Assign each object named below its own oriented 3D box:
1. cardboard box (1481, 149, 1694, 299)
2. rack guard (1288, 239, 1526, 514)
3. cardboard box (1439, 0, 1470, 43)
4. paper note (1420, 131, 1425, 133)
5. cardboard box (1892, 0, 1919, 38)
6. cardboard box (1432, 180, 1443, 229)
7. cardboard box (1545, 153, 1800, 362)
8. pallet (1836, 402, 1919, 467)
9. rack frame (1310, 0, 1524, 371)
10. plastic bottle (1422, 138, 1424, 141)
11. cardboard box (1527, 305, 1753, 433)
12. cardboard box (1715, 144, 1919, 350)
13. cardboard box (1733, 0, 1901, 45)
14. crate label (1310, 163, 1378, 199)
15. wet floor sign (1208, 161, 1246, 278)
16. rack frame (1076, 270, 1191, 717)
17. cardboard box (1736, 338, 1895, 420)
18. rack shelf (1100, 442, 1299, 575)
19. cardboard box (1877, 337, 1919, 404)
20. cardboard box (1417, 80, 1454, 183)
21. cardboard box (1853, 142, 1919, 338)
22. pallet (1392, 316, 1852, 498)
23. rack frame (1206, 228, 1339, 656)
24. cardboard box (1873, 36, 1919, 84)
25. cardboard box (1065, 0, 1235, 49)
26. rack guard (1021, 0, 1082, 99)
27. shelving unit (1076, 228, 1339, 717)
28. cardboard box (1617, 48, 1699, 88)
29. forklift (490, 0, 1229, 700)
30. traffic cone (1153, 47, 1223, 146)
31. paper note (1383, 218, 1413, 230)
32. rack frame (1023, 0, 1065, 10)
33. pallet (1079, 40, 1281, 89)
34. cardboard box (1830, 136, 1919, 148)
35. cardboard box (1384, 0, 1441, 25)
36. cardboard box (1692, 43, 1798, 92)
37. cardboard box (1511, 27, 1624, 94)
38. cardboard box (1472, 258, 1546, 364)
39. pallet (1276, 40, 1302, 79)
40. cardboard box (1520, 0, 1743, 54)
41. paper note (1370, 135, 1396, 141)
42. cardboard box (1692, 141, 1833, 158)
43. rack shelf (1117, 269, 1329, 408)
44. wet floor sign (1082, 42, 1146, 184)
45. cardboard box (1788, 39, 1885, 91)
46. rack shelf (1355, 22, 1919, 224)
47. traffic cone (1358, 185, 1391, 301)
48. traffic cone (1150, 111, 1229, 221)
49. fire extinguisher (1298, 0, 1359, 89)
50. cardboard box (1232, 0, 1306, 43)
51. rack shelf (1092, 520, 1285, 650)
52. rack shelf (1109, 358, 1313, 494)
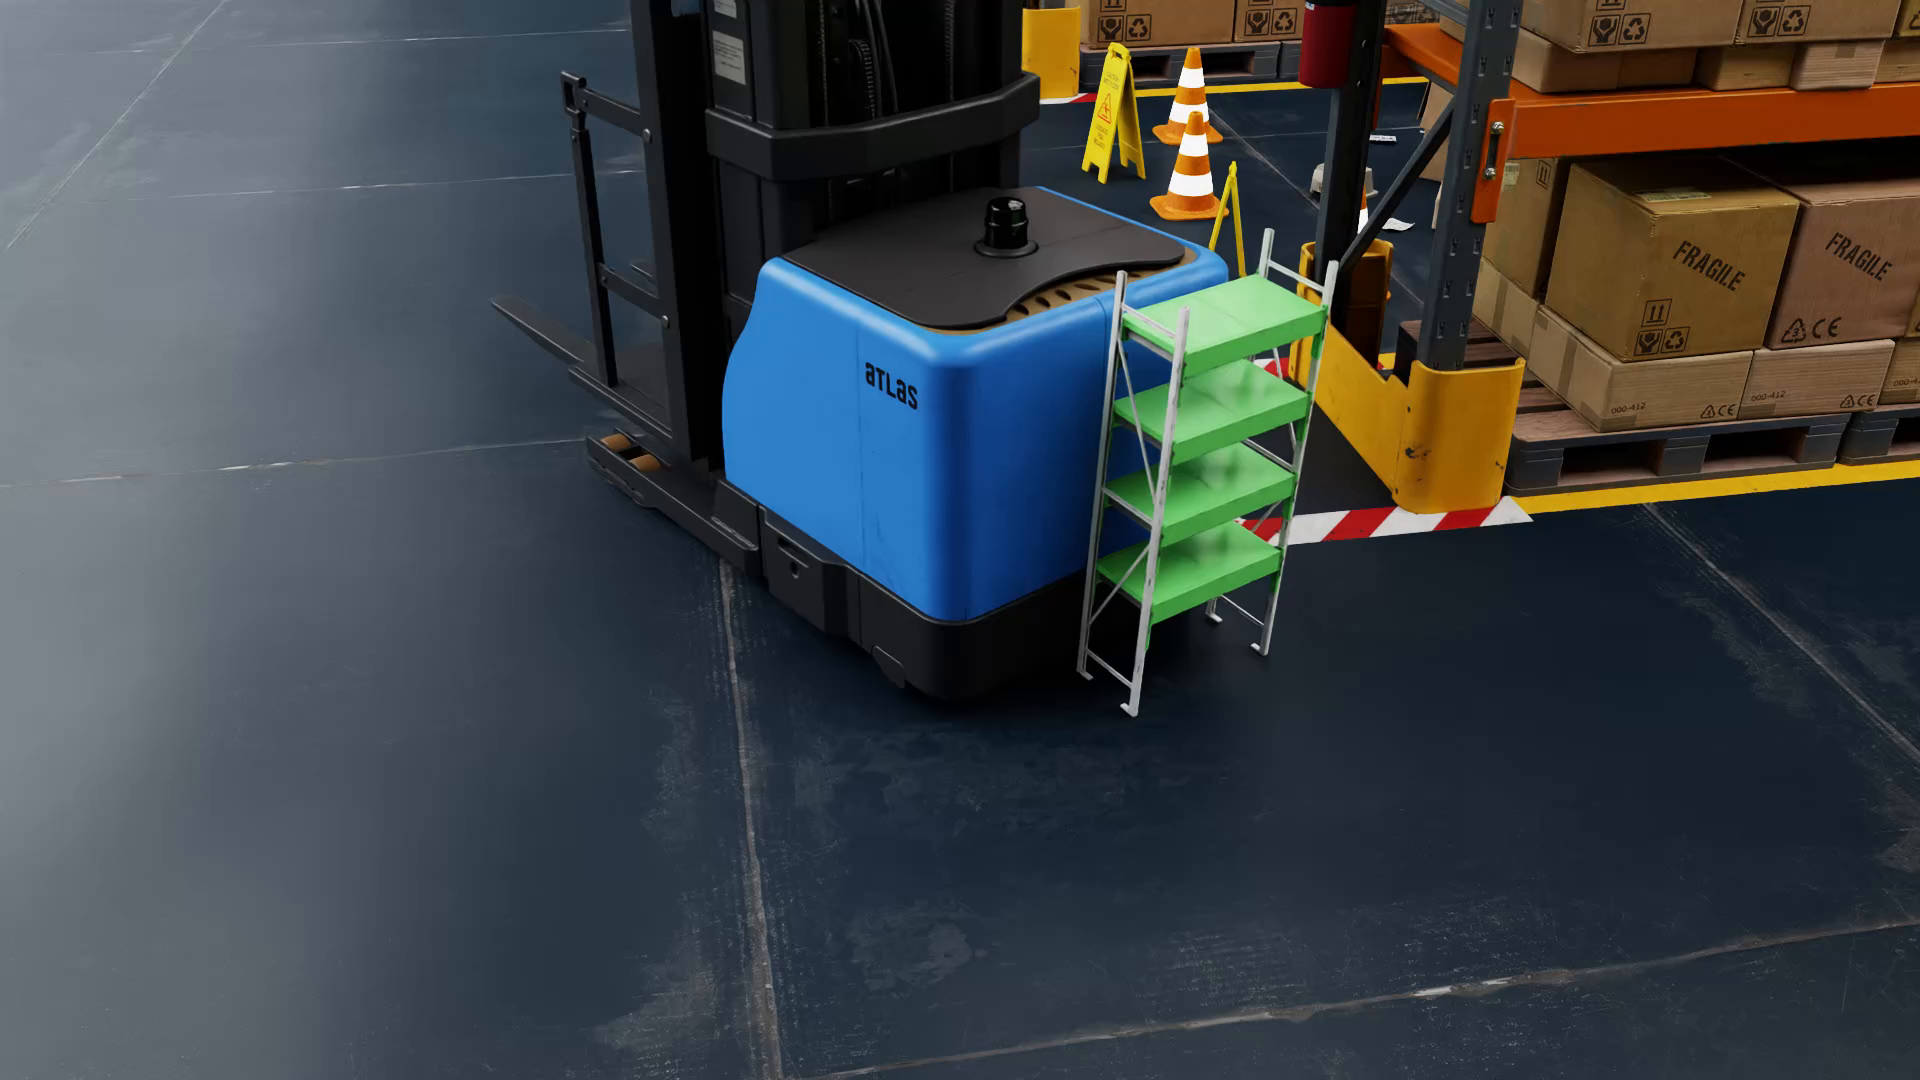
[{"bbox_3d":[2.178,-1.193,5.879,0.500,0.500,0.500,-5,31,-9],"label":"cardboard box"},{"bbox_3d":[1.512,-0.601,5.778,0.348,0.500,1.175,-5,31,-9],"label":"rack guard"},{"bbox_3d":[1.767,-1.704,5.436,0.250,0.149,0.380,-4,31,-7],"label":"cardboard box"},{"bbox_3d":[2.549,-2.202,8.984,0.123,0.001,0.032,10,32,17],"label":"paper note"},{"bbox_3d":[2.963,-1.844,5.034,0.500,0.500,0.500,-6,31,-10],"label":"cardboard box"},{"bbox_3d":[2.362,-1.569,7.772,0.250,0.149,0.380,10,32,17],"label":"cardboard box"},{"bbox_3d":[2.304,-0.929,5.428,0.500,0.500,0.500,-6,31,-11],"label":"cardboard box"},{"bbox_3d":[3.515,-0.642,6.134,1.213,0.211,1.003,-5,31,-9],"label":"pallet"},{"bbox_3d":[1.437,-1.671,5.133,0.127,3.000,1.000,-5,31,-9],"label":"rack frame"},{"bbox_3d":[2.586,-2.103,8.766,0.283,0.061,0.133,-17,34,-26],"label":"plastic bottle"},{"bbox_3d":[2.281,-0.603,5.614,0.500,0.250,0.500,-6,31,-9],"label":"cardboard box"},{"bbox_3d":[2.817,-0.978,5.513,0.500,0.500,0.500,-6,31,-11],"label":"cardboard box"},{"bbox_3d":[2.462,-1.796,4.954,0.500,0.500,0.500,-4,31,-7],"label":"cardboard box"},{"bbox_3d":[1.856,-1.745,8.082,0.298,0.136,0.250,-23,38,-34],"label":"crate label"},{"bbox_3d":[1.058,-1.173,6.608,0.232,0.644,0.267,5,31,8],"label":"wet floor sign"},{"bbox_3d":[0.423,-0.083,4.191,0.015,1.200,0.240,-20,40,-31],"label":"rack frame"},{"bbox_3d":[2.784,-0.646,5.687,0.500,0.250,0.500,-4,31,-7],"label":"cardboard box"},{"bbox_3d":[0.618,-0.103,4.350,0.480,0.148,0.258,-20,40,-31],"label":"rack shelf"},{"bbox_3d":[3.319,-0.702,5.783,0.500,0.250,0.500,-3,31,-6],"label":"cardboard box"},{"bbox_3d":[2.709,-2.018,8.185,0.797,0.503,0.637,23,37,33],"label":"cardboard box"},{"bbox_3d":[3.312,-1.020,5.584,0.500,0.500,0.500,-5,31,-8],"label":"cardboard box"},{"bbox_3d":[2.318,-0.533,5.948,1.213,0.211,1.003,-5,31,-9],"label":"pallet"},{"bbox_3d":[0.817,-0.229,4.439,0.015,1.200,0.240,-20,40,-31],"label":"rack frame"},{"bbox_3d":[2.836,-1.545,5.167,0.250,0.149,0.380,-5,31,-8],"label":"cardboard box"},{"bbox_3d":[1.102,-3.490,9.908,0.875,0.875,0.875,-5,31,-9],"label":"cardboard box"},{"bbox_3d":[0.423,-3.050,9.944,0.348,0.500,1.175,-5,31,-9],"label":"rack guard"},{"bbox_3d":[0.620,-0.156,4.315,0.503,1.200,0.258,-20,40,-31],"label":"shelving unit"},{"bbox_3d":[2.055,-1.521,5.125,0.250,0.149,0.380,-5,31,-8],"label":"cardboard box"},{"bbox_3d":[-0.589,-1.517,4.938,1.130,2.935,3.031,-23,37,-33],"label":"forklift"},{"bbox_3d":[1.225,-2.377,8.836,0.334,0.463,0.336,-5,31,-9],"label":"traffic cone"},{"bbox_3d":[2.009,-1.470,7.720,0.142,0.019,0.148,-17,34,-26],"label":"paper note"},{"bbox_3d":[0.446,-4.130,9.315,0.127,3.000,1.000,-5,31,-9],"label":"rack frame"},{"bbox_3d":[1.219,-3.040,10.212,1.213,0.211,1.003,-5,31,-9],"label":"pallet"},{"bbox_3d":[3.189,-1.285,6.035,0.500,0.500,0.500,-6,31,-10],"label":"cardboard box"},{"bbox_3d":[2.864,-3.654,10.186,0.875,0.875,0.875,-5,31,-9],"label":"cardboard box"},{"bbox_3d":[2.330,-1.505,5.098,0.250,0.149,0.380,-6,31,-11],"label":"cardboard box"},{"bbox_3d":[1.809,-1.491,5.074,0.250,0.149,0.380,-5,31,-9],"label":"cardboard box"},{"bbox_3d":[2.208,-0.877,6.081,0.500,0.250,0.500,-5,31,-9],"label":"cardboard box"},{"bbox_3d":[2.416,-3.150,10.398,1.213,0.211,1.003,-5,31,-9],"label":"pallet"},{"bbox_3d":[1.953,-1.748,4.871,0.500,0.500,0.500,-6,31,-10],"label":"cardboard box"},{"bbox_3d":[2.254,-2.142,8.865,0.142,0.017,0.144,5,31,8],"label":"paper note"},{"bbox_3d":[2.691,-1.243,5.963,0.500,0.500,0.500,-4,31,-7],"label":"cardboard box"},{"bbox_3d":[0.638,-0.502,4.084,0.480,0.148,0.258,-20,40,-31],"label":"rack shelf"},{"bbox_3d":[0.775,-2.125,8.228,0.232,0.644,0.267,-11,32,-17],"label":"wet floor sign"},{"bbox_3d":[2.588,-1.505,5.098,0.250,0.149,0.380,-5,31,-8],"label":"cardboard box"},{"bbox_3d":[3.405,-1.544,5.626,4.000,0.370,1.077,-5,31,-9],"label":"rack shelf"},{"bbox_3d":[1.628,-1.260,6.937,0.334,0.463,0.336,-5,31,-9],"label":"traffic cone"},{"bbox_3d":[1.094,-1.783,7.825,0.334,0.463,0.336,-5,31,-9],"label":"traffic cone"},{"bbox_3d":[1.242,-1.857,5.526,0.183,0.674,0.296,-5,31,-9],"label":"fire extinguisher"},{"bbox_3d":[1.967,-3.571,10.046,0.875,0.875,0.875,-6,31,-10],"label":"cardboard box"},{"bbox_3d":[0.608,0.096,4.484,0.480,0.148,0.258,-20,40,-31],"label":"rack shelf"},{"bbox_3d":[0.628,-0.303,4.217,0.480,0.148,0.258,-20,40,-31],"label":"rack shelf"}]
